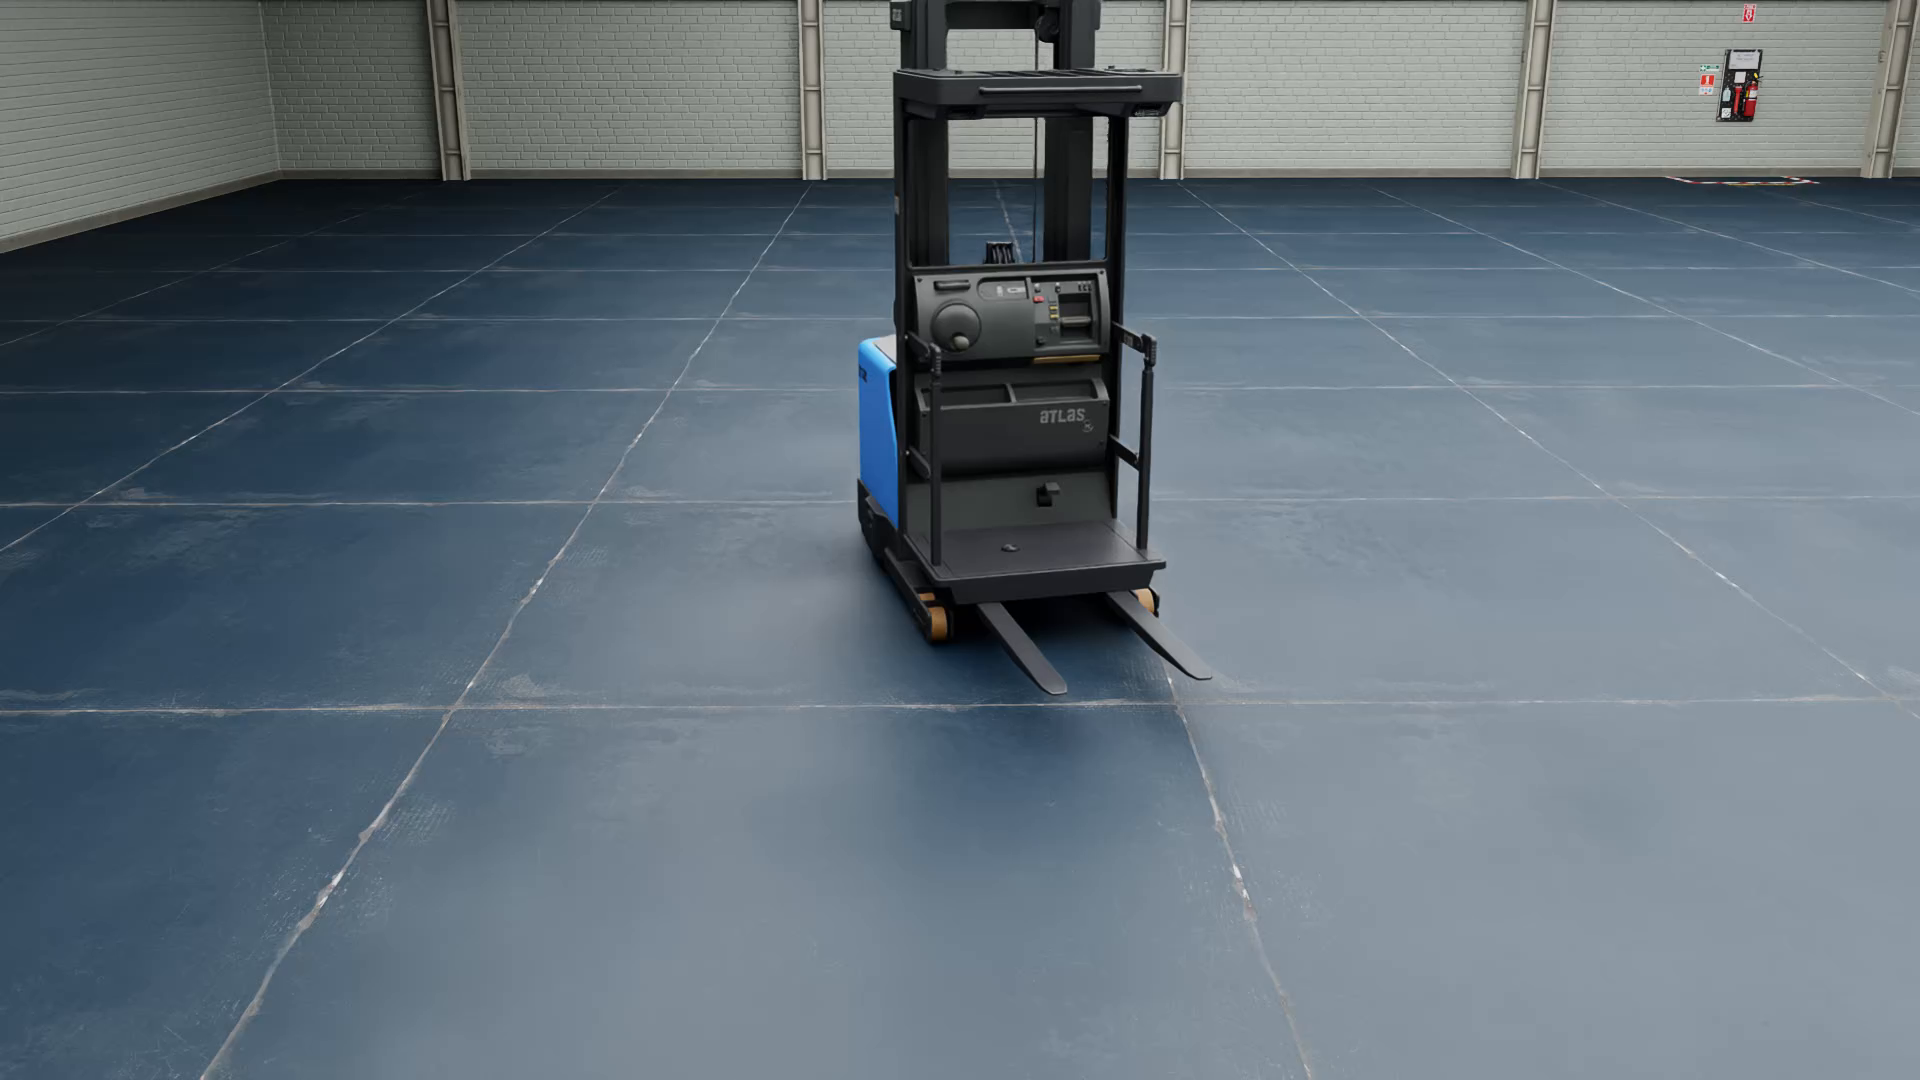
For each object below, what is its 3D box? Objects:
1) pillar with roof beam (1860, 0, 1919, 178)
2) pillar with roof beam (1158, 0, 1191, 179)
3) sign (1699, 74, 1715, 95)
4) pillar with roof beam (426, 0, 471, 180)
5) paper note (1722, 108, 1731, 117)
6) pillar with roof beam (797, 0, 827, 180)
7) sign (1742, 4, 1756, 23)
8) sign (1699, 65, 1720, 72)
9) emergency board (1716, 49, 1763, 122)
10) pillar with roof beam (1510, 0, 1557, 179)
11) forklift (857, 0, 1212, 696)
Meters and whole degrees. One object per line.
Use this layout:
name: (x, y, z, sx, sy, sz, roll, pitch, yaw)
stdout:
pillar with roof beam: (15.625, -9.136, 22.795, 0.400, 9.000, 9.100, 0, 18, -1)
pillar with roof beam: (3.626, -9.078, 22.615, 0.400, 9.000, 9.100, 0, 18, -1)
sign: (12.531, -7.640, 27.894, 0.234, 0.329, 0.001, 0, 18, -1)
pillar with roof beam: (-8.372, -9.020, 22.435, 0.400, 9.000, 9.100, 0, 18, -1)
paper note: (12.907, -7.195, 28.007, 0.142, 0.148, 0.016, 0, 18, -1)
pillar with roof beam: (-2.373, -9.049, 22.525, 0.400, 9.000, 9.100, 0, 18, -1)
sign: (13.076, -8.728, 27.550, 0.199, 0.298, 0.001, 0, 18, -1)
sign: (12.535, -7.889, 27.805, 0.331, 0.109, 0.001, 0, 18, -1)
emergency board: (13.085, -7.594, 27.810, 0.643, 1.169, 0.194, 0, 18, -1)
pillar with roof beam: (9.625, -9.107, 22.705, 0.400, 9.000, 9.100, 0, 18, -1)
forklift: (0.302, -1.058, 7.546, 1.130, 2.935, 3.031, -5, 18, -14)
